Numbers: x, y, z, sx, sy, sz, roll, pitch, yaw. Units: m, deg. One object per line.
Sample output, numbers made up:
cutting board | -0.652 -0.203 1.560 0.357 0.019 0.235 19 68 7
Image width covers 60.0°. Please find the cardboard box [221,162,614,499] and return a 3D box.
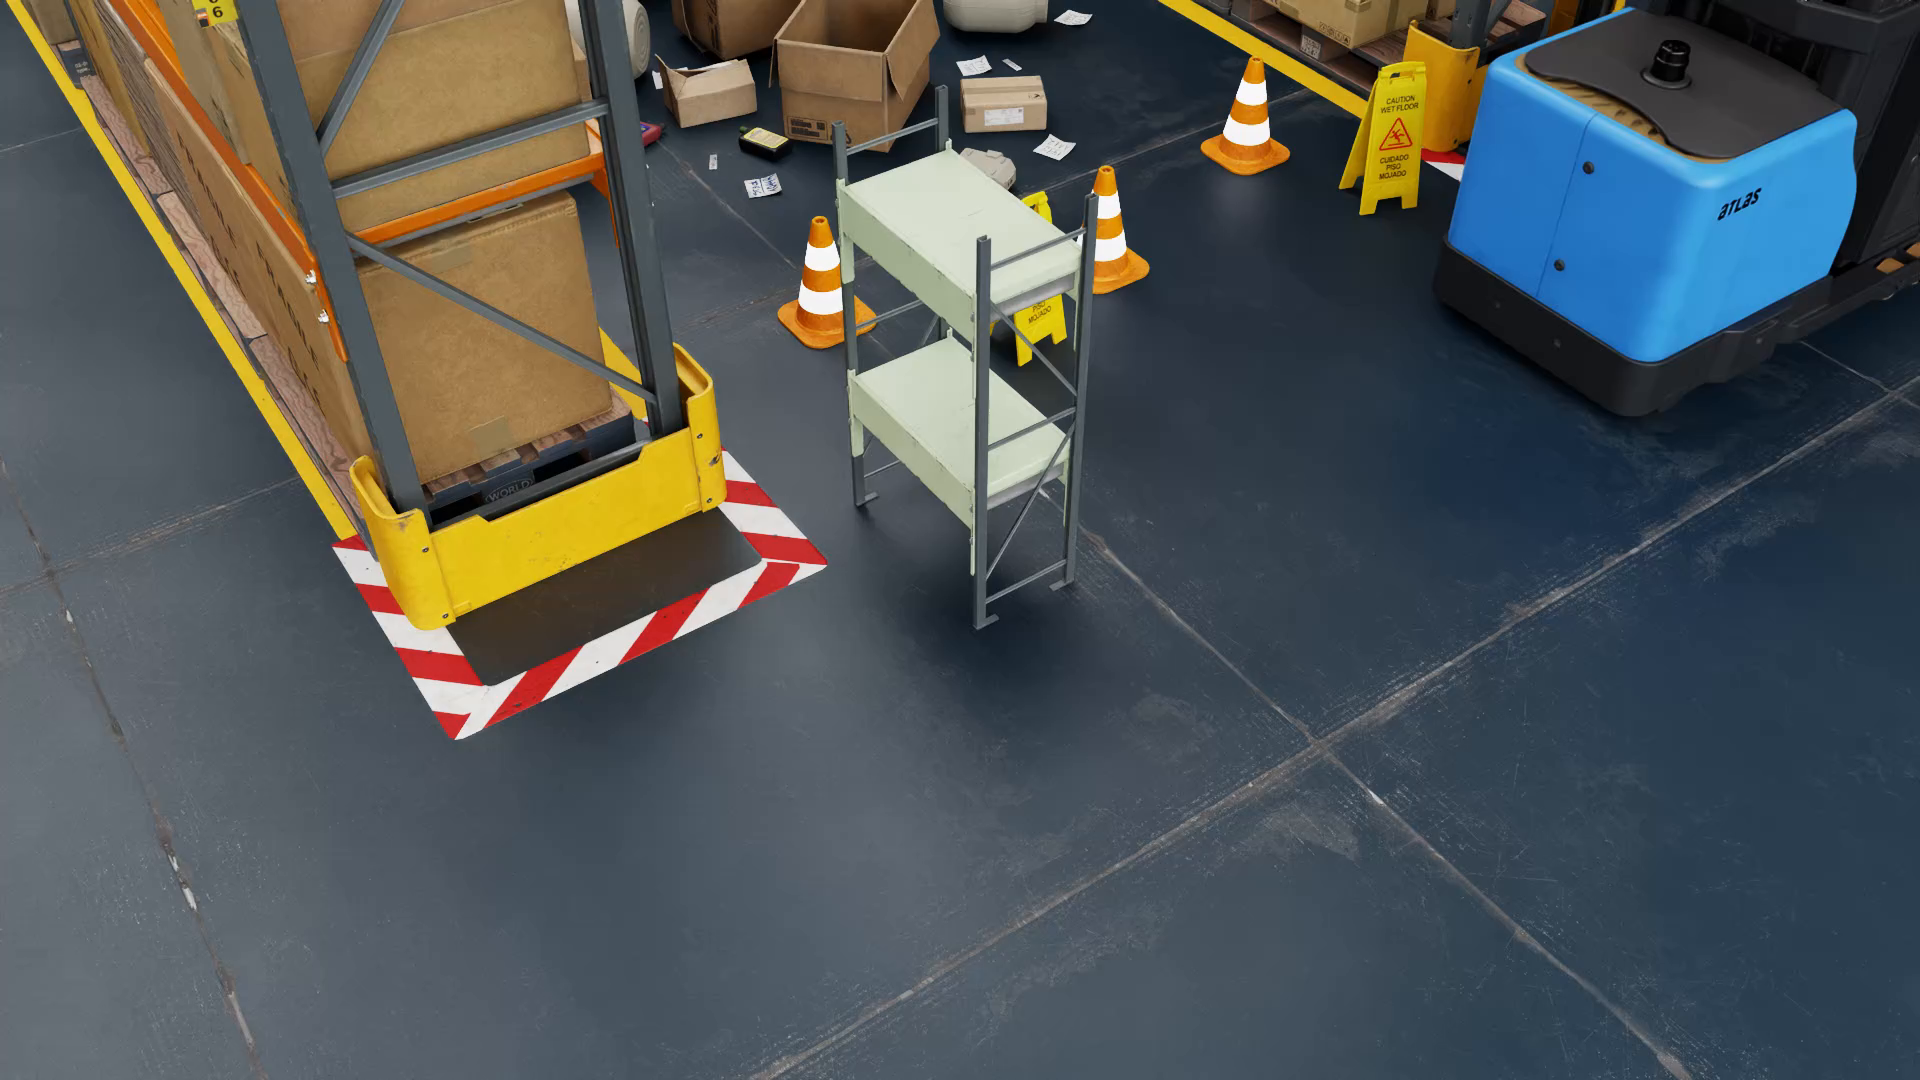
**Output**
cardboard box | -1.836 -0.854 5.707 0.875 0.875 0.875 -25 49 -24

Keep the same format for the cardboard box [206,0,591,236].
cardboard box | -1.644 -1.359 4.893 0.875 0.550 0.550 -26 49 -24

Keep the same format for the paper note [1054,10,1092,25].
paper note | 0.584 -2.685 8.540 0.148 0.019 0.142 26 49 25

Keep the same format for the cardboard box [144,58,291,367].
cardboard box | -2.341 -1.351 6.228 0.875 0.875 0.875 -26 50 -25

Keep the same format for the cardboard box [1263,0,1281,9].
cardboard box | 1.635 -2.930 8.335 0.500 0.250 0.500 -26 49 -24

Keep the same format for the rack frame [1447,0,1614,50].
rack frame | 2.608 -3.125 6.851 1.000 3.000 0.127 -26 49 -24

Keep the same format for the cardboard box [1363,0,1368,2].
cardboard box | 1.936 -2.904 7.764 0.500 0.500 0.500 -25 49 -24

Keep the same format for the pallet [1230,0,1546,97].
pallet | 2.129 -2.634 8.356 1.003 0.211 1.213 -26 49 -24

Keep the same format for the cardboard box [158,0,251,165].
cardboard box | -1.976 -1.662 5.210 0.875 0.550 0.550 -26 49 -24

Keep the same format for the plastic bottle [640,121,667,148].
plastic bottle | -1.485 -1.857 7.651 0.133 0.061 0.283 26 49 25

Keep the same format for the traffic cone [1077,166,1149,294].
traffic cone | 0.588 -1.310 6.788 0.336 0.463 0.334 -26 49 -24

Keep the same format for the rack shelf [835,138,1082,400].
rack shelf | 0.004 -0.821 4.959 0.431 0.370 0.720 -26 49 -24

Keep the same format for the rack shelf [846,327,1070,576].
rack shelf | 0.004 -0.303 5.453 0.431 0.370 0.720 -26 49 -24

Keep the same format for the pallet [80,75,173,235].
pallet | -3.312 -1.908 7.595 1.003 0.211 1.213 -26 49 -24

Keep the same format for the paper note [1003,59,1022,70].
paper note | 0.258 -2.343 8.197 0.032 0.001 0.123 -26 49 -24

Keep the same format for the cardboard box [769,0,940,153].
cardboard box | -0.473 -2.217 7.708 0.637 0.503 0.797 11 45 11

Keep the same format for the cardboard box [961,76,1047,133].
cardboard box | 0.202 -2.038 7.777 0.380 0.149 0.250 -3 44 -4

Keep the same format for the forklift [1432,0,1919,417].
forklift | 3.410 -2.317 6.054 3.031 2.935 1.130 -25 49 -24

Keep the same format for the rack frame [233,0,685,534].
rack frame | -1.394 -1.112 4.743 1.000 3.000 0.127 -26 49 -24

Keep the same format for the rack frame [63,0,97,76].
rack frame | -3.682 -3.378 7.116 1.000 3.000 0.127 -26 49 -24

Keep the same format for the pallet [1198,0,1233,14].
pallet | 1.435 -3.324 9.079 1.003 0.211 1.213 -26 49 -24

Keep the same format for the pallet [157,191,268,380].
pallet | -2.610 -1.216 6.871 1.003 0.211 1.213 -26 49 -24

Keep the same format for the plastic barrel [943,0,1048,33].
plastic barrel | 0.185 -2.765 8.340 0.512 0.421 0.421 4 44 4

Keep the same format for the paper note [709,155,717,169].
paper note | -1.119 -1.714 7.538 0.032 0.001 0.123 -3 44 -4

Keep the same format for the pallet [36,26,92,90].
pallet | -4.186 -2.777 8.506 1.003 0.211 1.213 -26 49 -24

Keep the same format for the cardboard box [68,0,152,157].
cardboard box | -3.380 -2.377 7.303 0.875 0.875 0.875 -25 49 -24

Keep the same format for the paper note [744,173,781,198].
paper note | -0.875 -1.573 7.377 0.144 0.017 0.142 -10 45 -11

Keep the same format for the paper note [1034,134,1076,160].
paper note | 0.435 -1.800 7.614 0.142 0.019 0.148 26 49 25

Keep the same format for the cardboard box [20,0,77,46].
cardboard box | -4.111 -3.032 8.079 1.050 0.750 0.750 -26 49 -25

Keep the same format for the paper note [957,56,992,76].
paper note | 0.072 -2.336 8.184 0.148 0.019 0.142 -10 45 -11

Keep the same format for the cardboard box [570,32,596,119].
cardboard box | -1.953 -2.001 7.482 0.500 0.500 0.500 -18 46 -18

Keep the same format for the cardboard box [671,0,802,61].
cardboard box | -1.015 -2.792 8.212 0.797 0.637 0.503 -26 49 -24

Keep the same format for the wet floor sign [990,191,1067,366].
wet floor sign | 0.246 -1.027 6.358 0.267 0.644 0.232 -35 53 -31

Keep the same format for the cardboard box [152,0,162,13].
cardboard box | -2.531 -2.312 5.891 0.875 0.550 0.500 -26 49 -24

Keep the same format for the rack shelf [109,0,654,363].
rack shelf | -2.538 -1.985 6.178 1.077 0.370 4.000 -26 49 -24

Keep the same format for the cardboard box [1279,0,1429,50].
cardboard box | 1.911 -2.648 8.038 0.500 0.250 0.500 -26 49 -25

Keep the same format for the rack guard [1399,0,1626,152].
rack guard | 2.565 -2.264 7.759 1.175 0.500 0.348 -26 49 -24

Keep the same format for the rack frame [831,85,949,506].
rack frame | -0.206 -0.746 5.445 0.400 1.500 0.023 -26 49 -24

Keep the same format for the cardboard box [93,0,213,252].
cardboard box | -2.861 -1.868 6.769 0.875 0.875 0.875 -25 49 -24

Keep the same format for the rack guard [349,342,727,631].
rack guard | -1.380 -0.195 5.592 1.175 0.500 0.348 -26 49 -24

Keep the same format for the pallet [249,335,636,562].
pallet | -1.916 -0.526 6.148 1.003 0.211 1.213 -26 49 -24

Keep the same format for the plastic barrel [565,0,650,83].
plastic barrel | -1.775 -2.409 7.967 0.512 0.421 0.421 4 44 4

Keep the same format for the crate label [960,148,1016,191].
crate label | 0.087 -1.613 7.341 0.298 0.136 0.250 18 47 18

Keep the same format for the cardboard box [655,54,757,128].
cardboard box | -1.188 -2.143 7.803 0.396 0.266 0.258 -18 46 -18

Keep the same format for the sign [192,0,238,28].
sign | -1.847 -1.410 4.045 0.100 0.325 0.005 -26 49 -24

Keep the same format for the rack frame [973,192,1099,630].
rack frame | 0.213 -0.331 5.011 0.400 1.500 0.023 -26 49 -24

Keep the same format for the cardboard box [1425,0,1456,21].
cardboard box | 2.373 -2.849 8.249 0.500 0.250 0.500 -26 49 -25

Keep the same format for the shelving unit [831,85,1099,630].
shelving unit | 0.004 -0.539 5.228 0.431 1.500 0.755 -26 49 -24

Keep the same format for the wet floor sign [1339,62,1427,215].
wet floor sign | 1.839 -1.743 7.109 0.267 0.644 0.232 -10 45 -11

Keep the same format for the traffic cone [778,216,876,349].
traffic cone | -0.533 -1.057 6.522 0.336 0.463 0.334 -26 49 -24

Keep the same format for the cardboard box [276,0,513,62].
cardboard box | -1.575 -1.783 4.555 0.875 0.550 0.550 -26 49 -24

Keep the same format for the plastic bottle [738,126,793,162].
plastic bottle | -0.917 -1.824 7.616 0.283 0.061 0.133 26 49 25

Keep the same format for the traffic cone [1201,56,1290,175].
traffic cone | 1.304 -1.941 7.449 0.336 0.463 0.334 -26 49 -24

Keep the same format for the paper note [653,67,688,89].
paper note | -1.405 -2.255 8.096 0.172 0.023 0.155 -10 45 -11
